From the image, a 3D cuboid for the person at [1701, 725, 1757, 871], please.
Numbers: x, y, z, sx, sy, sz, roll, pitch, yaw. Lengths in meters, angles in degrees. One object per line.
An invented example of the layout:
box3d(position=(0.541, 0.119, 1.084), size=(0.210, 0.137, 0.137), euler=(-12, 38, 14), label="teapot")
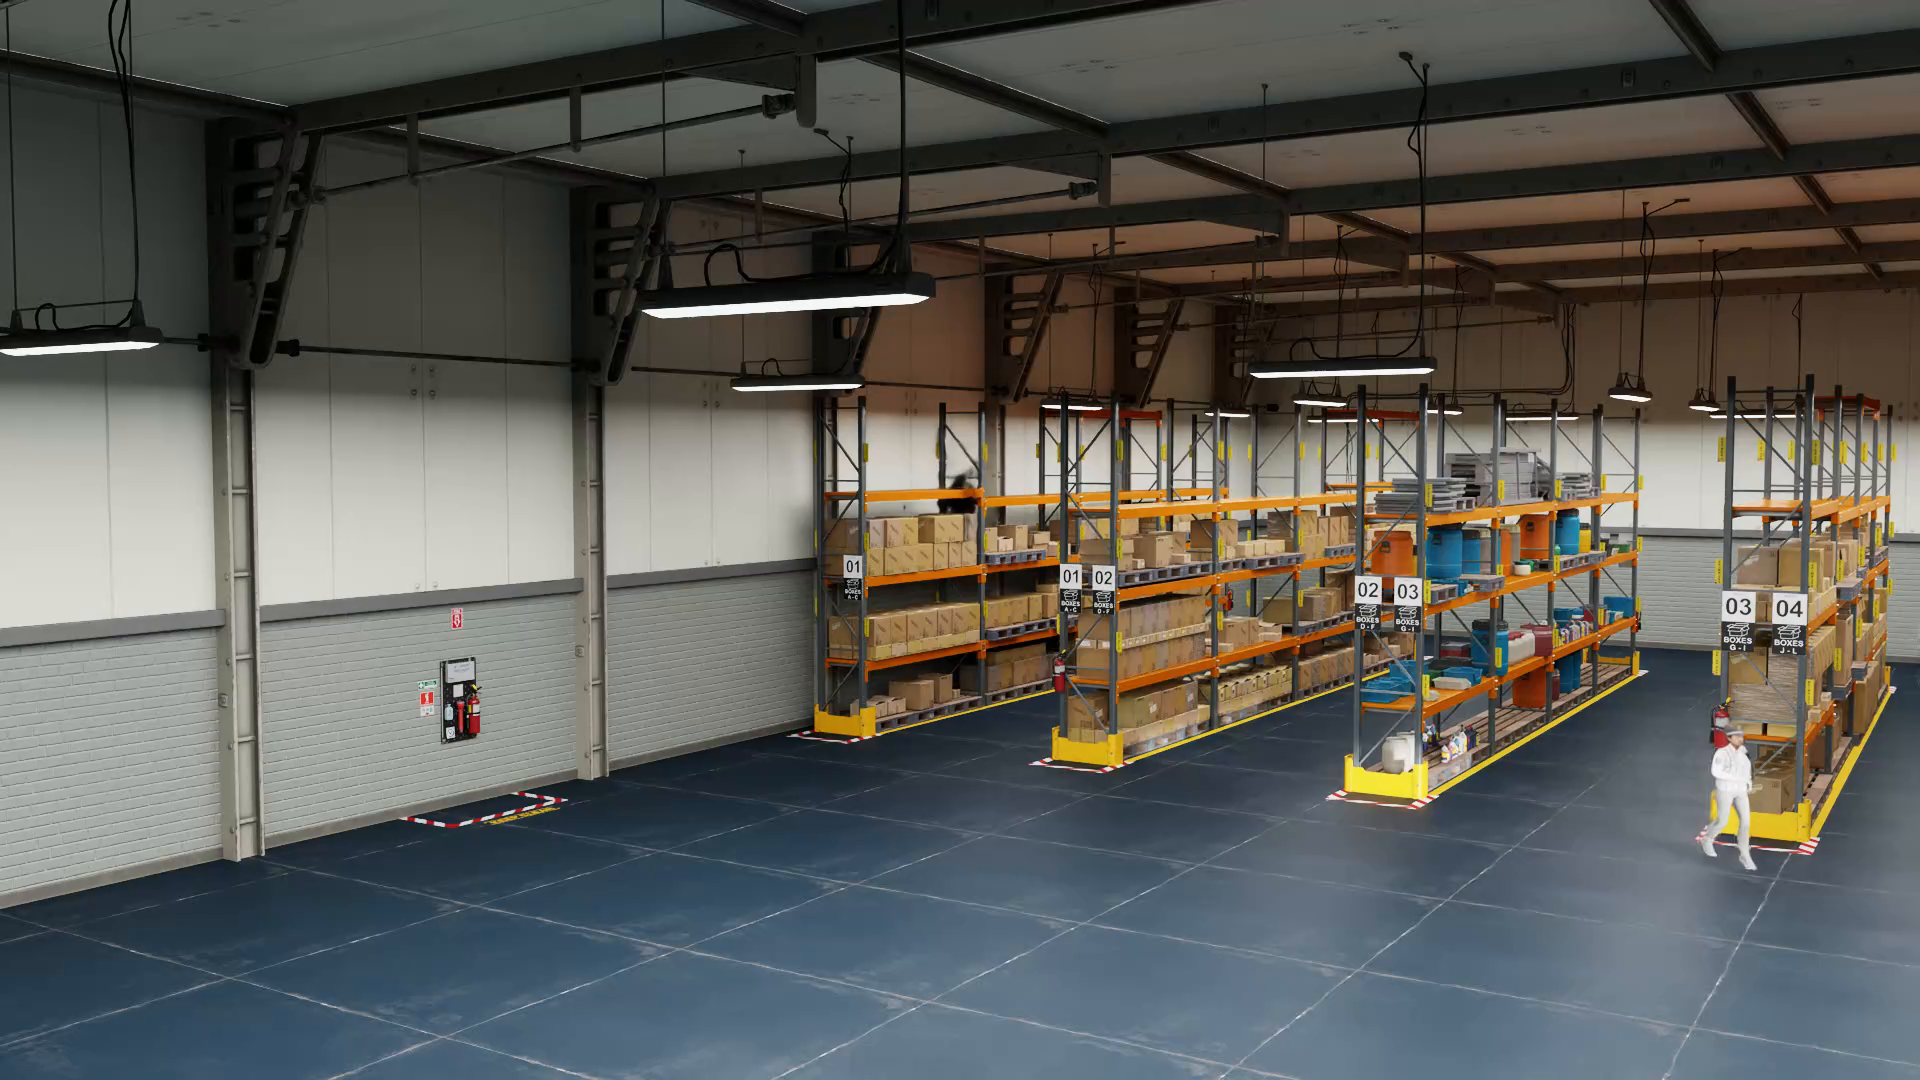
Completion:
box3d(position=(9.387, 3.096, 20.256), size=(0.626, 1.746, 0.792), euler=(-1, 3, -14), label="person")
